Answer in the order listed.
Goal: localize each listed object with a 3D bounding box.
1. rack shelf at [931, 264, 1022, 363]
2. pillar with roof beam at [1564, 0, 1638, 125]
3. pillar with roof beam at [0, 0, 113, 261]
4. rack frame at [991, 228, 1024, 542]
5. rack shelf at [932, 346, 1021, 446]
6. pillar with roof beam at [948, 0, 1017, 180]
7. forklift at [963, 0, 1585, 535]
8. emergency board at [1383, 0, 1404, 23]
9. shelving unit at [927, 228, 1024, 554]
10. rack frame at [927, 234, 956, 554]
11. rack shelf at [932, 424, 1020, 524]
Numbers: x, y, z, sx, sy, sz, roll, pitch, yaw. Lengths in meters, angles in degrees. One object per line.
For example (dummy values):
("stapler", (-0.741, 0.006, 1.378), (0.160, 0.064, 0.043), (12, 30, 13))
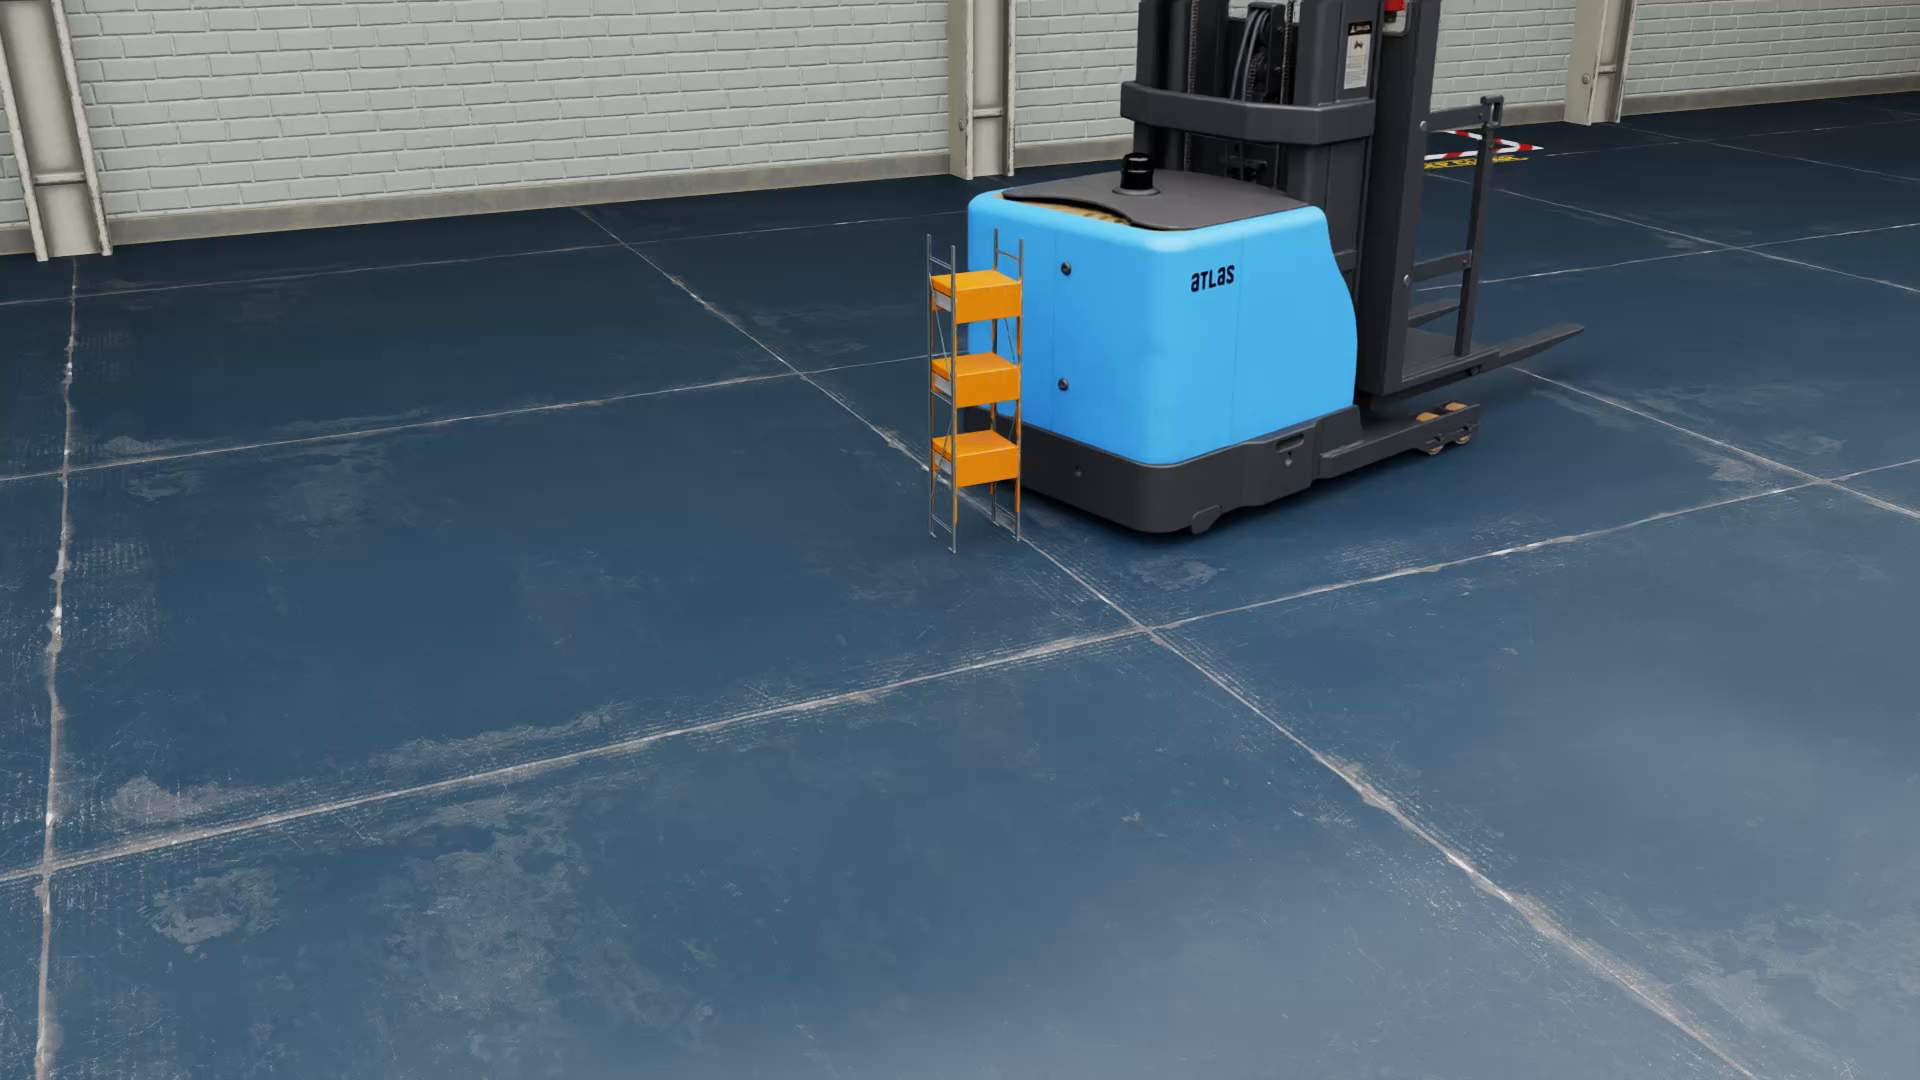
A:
("rack shelf", (0.048, -0.746, 5.466), (0.240, 0.259, 0.215), (-10, 25, -24))
("pillar with roof beam", (7.431, -6.369, 9.371), (0.400, 9.000, 9.100), (-10, 25, -24))
("pillar with roof beam", (-3.382, -4.378, 4.562), (0.400, 9.000, 9.100), (-10, 25, -24))
("rack frame", (0.158, -0.514, 5.620), (0.008, 1.050, 0.200), (-10, 25, -24))
("rack shelf", (0.048, -0.484, 5.575), (0.240, 0.259, 0.215), (-10, 25, -24))
("pillar with roof beam", (2.024, -5.374, 6.966), (0.400, 9.000, 9.100), (-10, 25, -24))
("forklift", (1.456, -1.824, 6.325), (3.031, 2.935, 1.130), (-18, 29, -37))
("emergency board", (3.320, -4.684, 13.144), (0.643, 1.169, 0.194), (-10, 25, -24))
("shelving unit", (0.048, -0.494, 5.571), (0.252, 1.050, 0.215), (-10, 25, -24))
("rack frame", (-0.062, -0.474, 5.522), (0.008, 1.050, 0.200), (-10, 25, -24))
("rack shelf", (0.048, -0.227, 5.681), (0.240, 0.259, 0.215), (-10, 25, -24))
